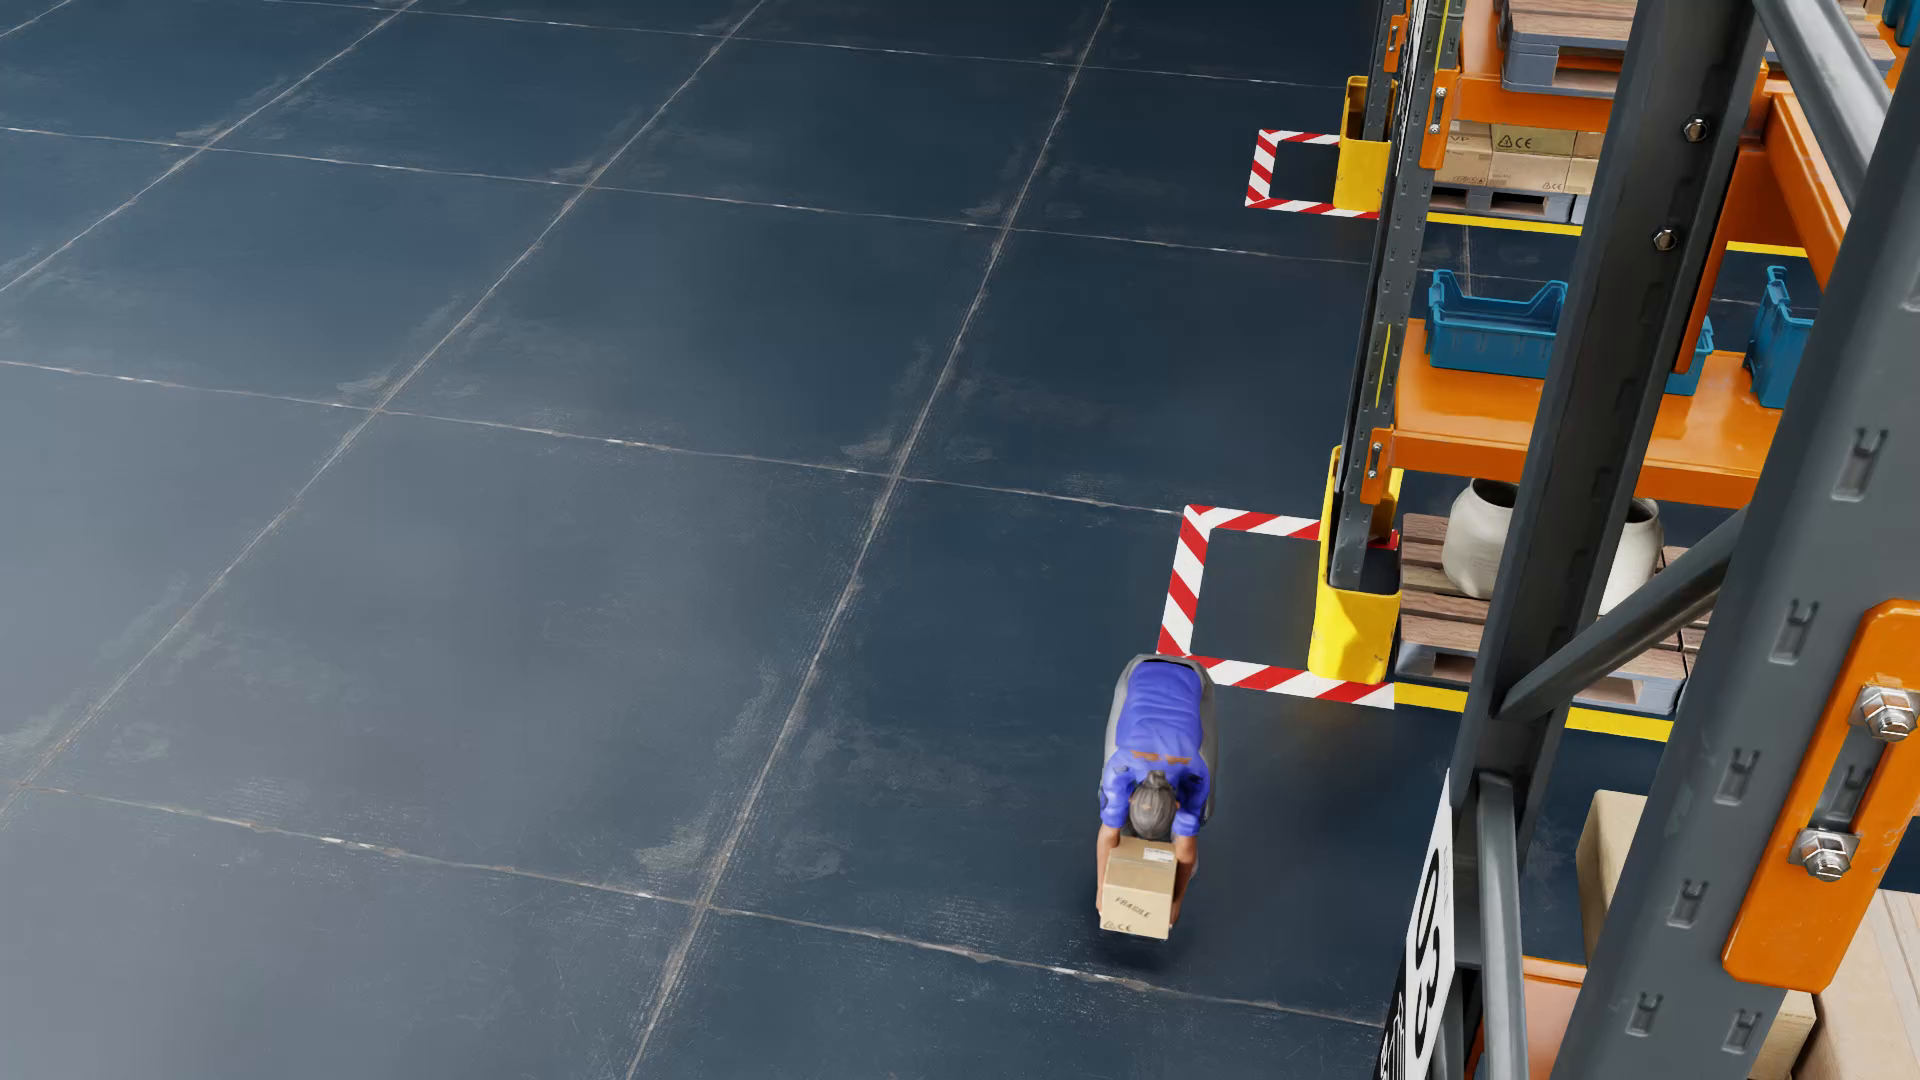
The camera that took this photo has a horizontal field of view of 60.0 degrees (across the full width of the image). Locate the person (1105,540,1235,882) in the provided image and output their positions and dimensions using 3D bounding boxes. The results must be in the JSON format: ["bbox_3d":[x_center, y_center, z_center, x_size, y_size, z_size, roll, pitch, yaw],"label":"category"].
[{"bbox_3d":[0.763,0.640,6.137,0.410,1.637,0.535,7,37,9],"label":"person"}]
